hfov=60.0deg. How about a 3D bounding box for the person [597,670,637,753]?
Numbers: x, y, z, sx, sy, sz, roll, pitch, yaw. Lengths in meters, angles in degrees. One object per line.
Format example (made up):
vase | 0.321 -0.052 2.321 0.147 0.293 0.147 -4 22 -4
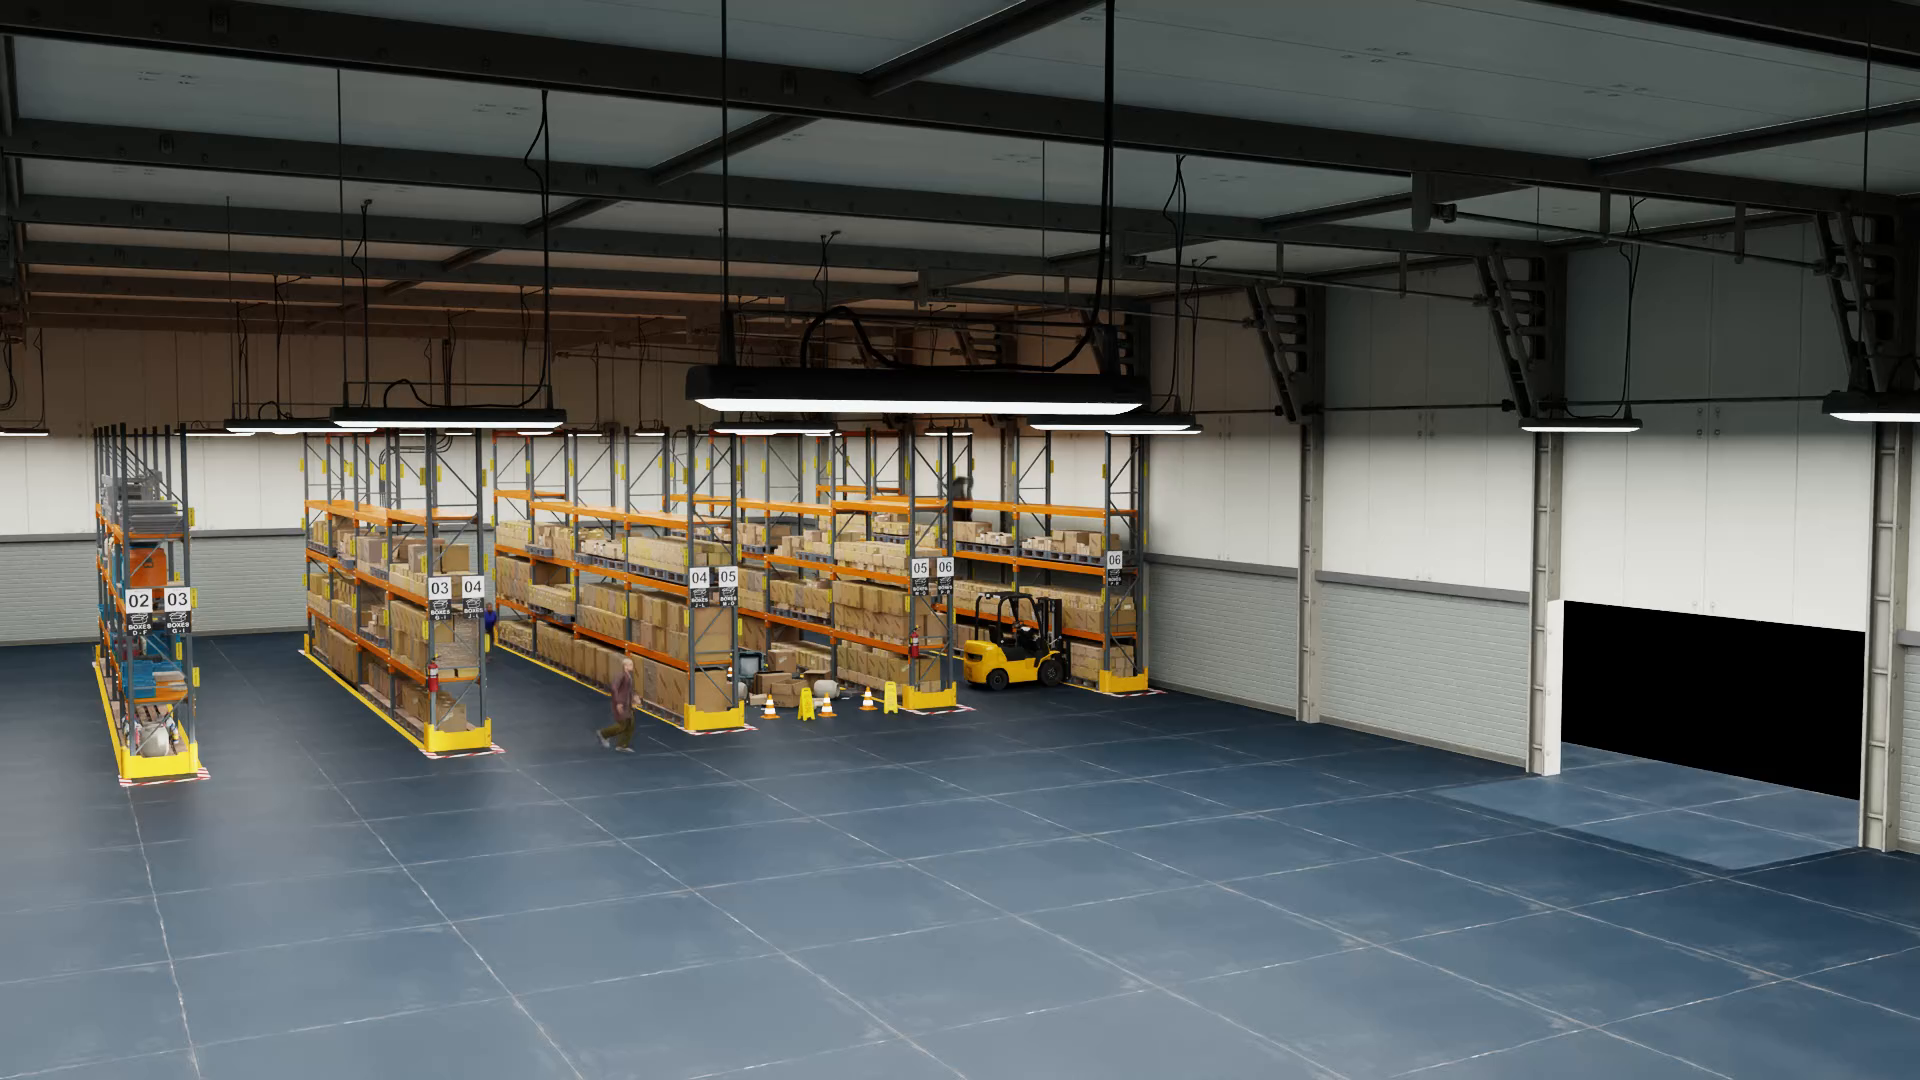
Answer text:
person | -6.289 3.125 30.486 0.723 1.539 0.730 1 3 9

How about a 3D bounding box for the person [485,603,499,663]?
person | -12.145 2.363 42.650 0.784 1.559 0.580 3 5 43
